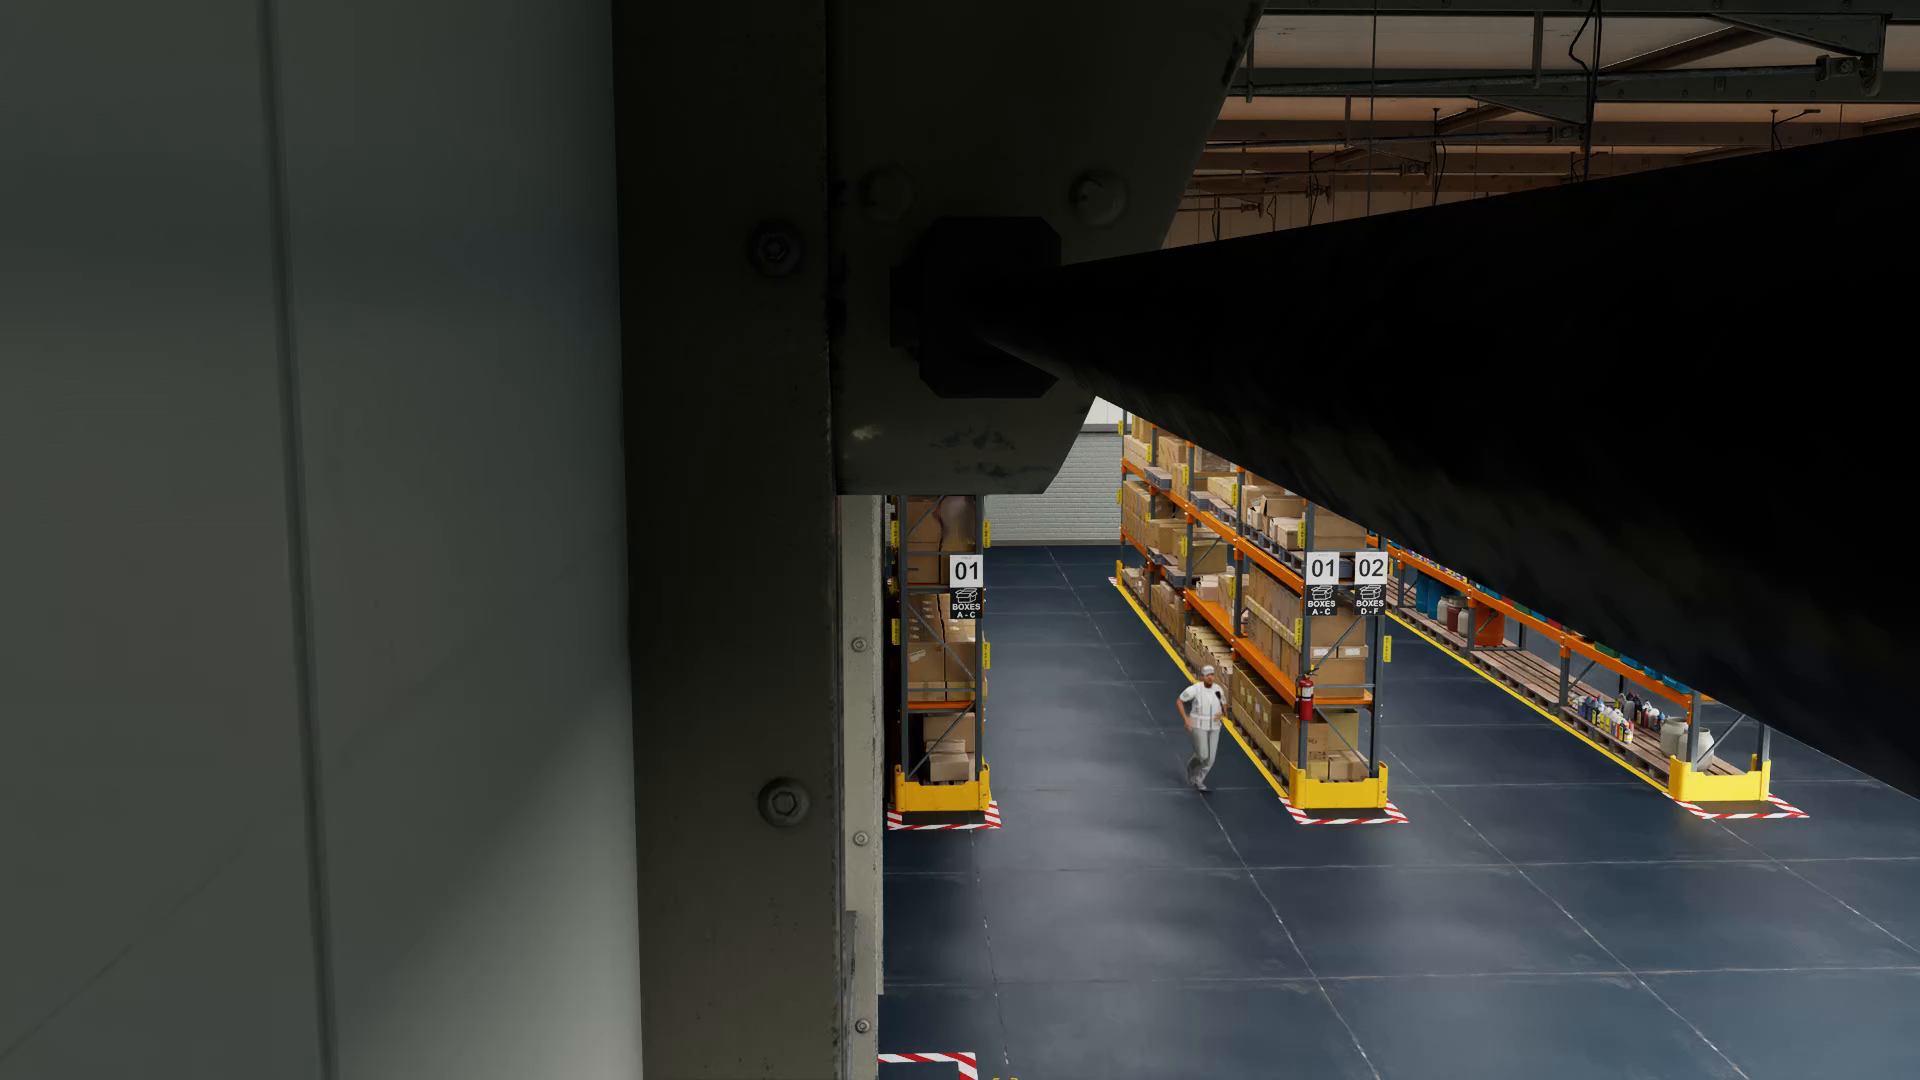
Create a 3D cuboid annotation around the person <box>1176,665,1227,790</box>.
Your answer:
[{"bbox_3d":[3.149,2.408,21.284,0.617,1.614,0.546,-3,9,-19],"label":"person"}]
